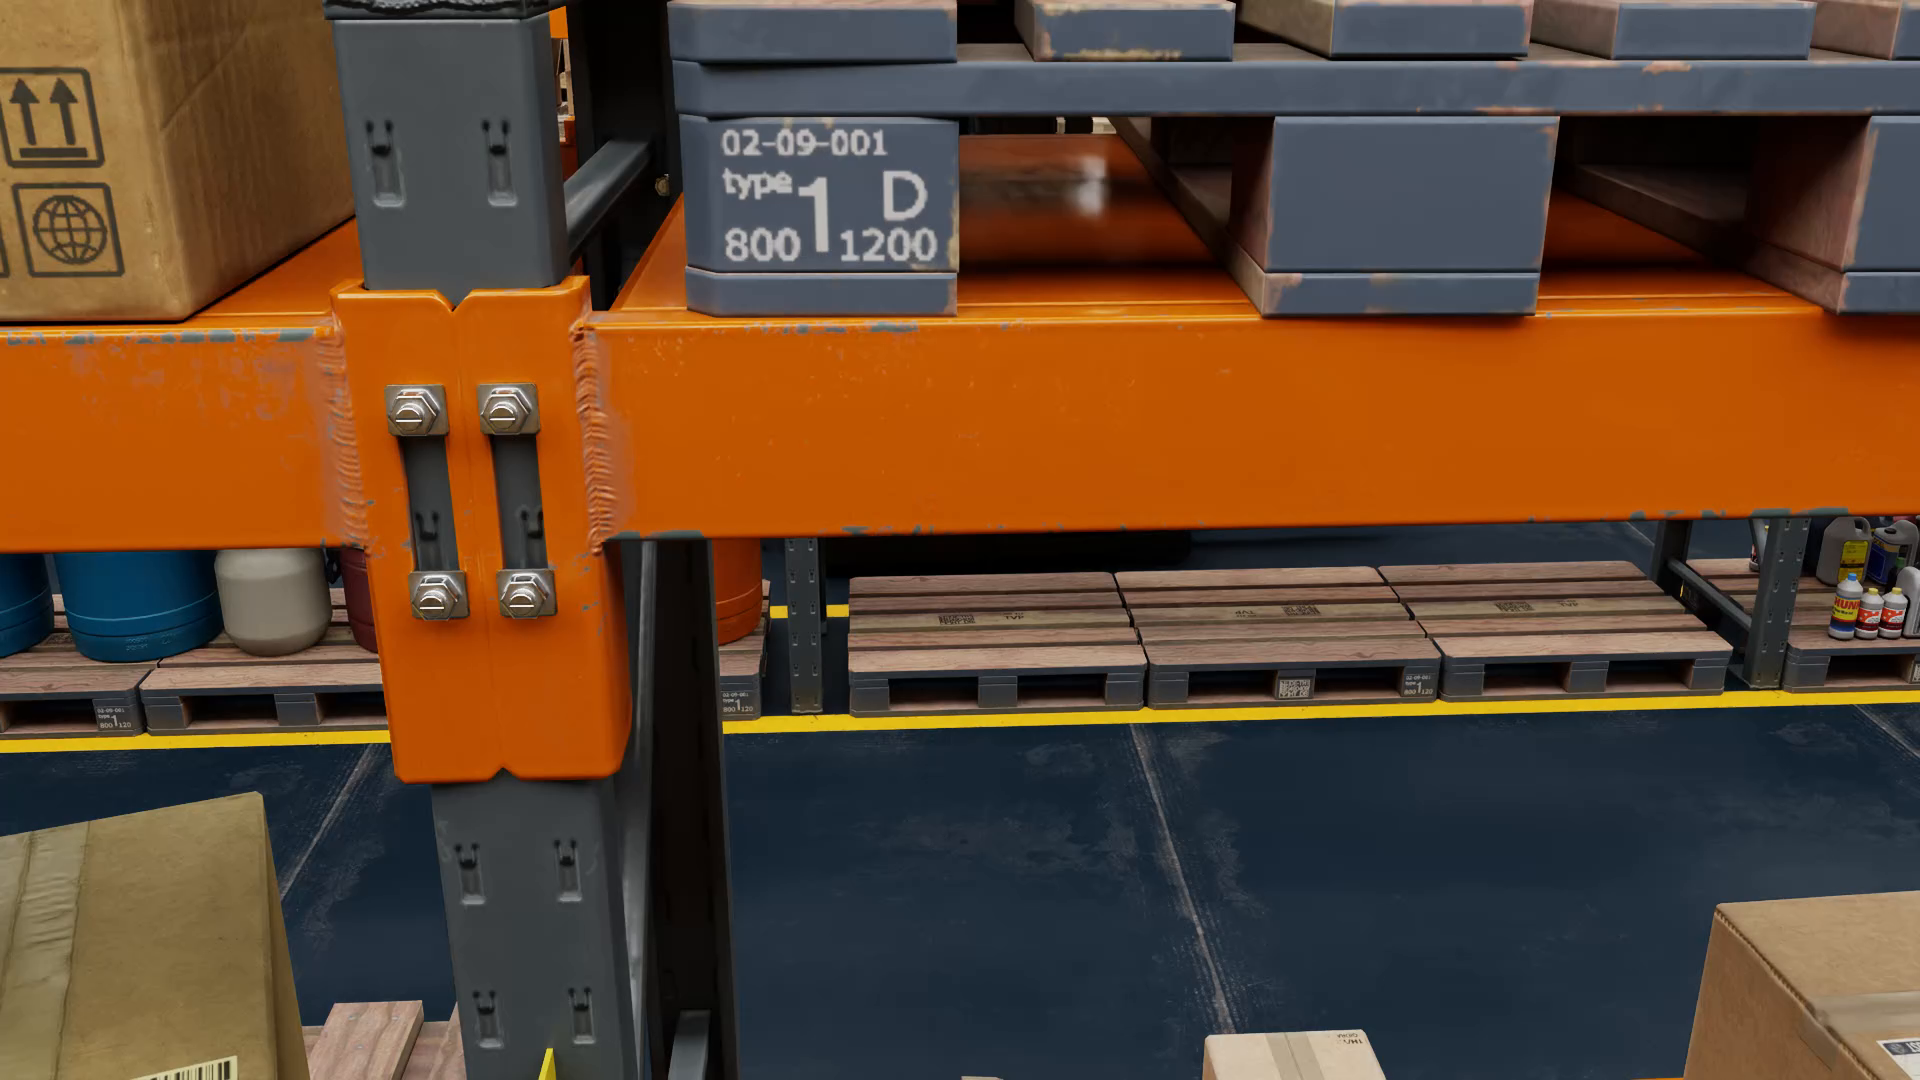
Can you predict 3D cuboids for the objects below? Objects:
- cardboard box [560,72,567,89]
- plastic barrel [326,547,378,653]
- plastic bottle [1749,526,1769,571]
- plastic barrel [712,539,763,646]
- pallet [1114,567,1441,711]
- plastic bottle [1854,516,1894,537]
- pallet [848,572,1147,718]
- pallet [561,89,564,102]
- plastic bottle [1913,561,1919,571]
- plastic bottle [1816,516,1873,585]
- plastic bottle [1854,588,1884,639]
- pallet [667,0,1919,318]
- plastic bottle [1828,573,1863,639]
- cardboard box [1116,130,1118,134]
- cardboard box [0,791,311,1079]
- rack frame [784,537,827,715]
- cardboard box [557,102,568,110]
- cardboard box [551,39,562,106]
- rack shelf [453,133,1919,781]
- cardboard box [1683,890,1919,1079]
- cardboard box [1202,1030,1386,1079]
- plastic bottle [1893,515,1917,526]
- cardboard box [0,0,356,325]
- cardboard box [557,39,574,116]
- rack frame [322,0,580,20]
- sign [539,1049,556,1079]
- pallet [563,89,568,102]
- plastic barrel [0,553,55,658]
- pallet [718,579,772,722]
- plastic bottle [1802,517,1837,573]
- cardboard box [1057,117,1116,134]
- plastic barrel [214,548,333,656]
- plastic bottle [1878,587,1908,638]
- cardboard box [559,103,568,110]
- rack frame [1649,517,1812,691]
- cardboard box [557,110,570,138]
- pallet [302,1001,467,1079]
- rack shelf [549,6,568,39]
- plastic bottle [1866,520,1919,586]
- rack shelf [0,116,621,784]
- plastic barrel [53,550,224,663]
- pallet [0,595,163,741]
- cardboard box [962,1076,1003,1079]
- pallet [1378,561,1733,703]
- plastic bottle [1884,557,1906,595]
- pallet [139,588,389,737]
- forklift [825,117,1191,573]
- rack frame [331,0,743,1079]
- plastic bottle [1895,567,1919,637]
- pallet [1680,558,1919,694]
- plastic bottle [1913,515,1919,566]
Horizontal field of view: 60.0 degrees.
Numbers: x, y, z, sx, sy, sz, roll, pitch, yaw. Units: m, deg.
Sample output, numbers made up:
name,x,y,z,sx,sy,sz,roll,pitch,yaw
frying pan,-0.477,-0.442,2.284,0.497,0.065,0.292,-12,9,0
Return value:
name,x,y,z,sx,sy,sz,roll,pitch,yaw
cardboard box,-3.657,-4.255,15.345,0.250,0.149,0.380,-2,21,-5
plastic barrel,-2.264,0.101,6.938,0.708,0.588,0.600,-1,21,-3
plastic bottle,3.688,0.034,7.629,0.097,0.201,0.097,0,21,0
plastic barrel,-1.137,-0.034,6.956,0.708,0.830,0.600,-1,21,-3
pallet,1.341,0.409,7.250,1.213,0.211,1.003,-1,21,-3
plastic bottle,4.162,-0.037,7.606,0.185,0.351,0.144,-2,21,-6
pallet,0.126,0.433,7.187,1.213,0.211,1.003,-1,21,-3
pallet,-4.337,-4.185,15.666,1.213,0.211,1.003,-1,21,-3
plastic bottle,4.165,0.163,7.083,0.185,0.351,0.144,-1,21,-3
plastic bottle,3.979,0.018,7.461,0.185,0.351,0.144,-1,21,-3
plastic bottle,3.789,0.300,6.933,0.097,0.201,0.097,0,21,0
pallet,0.302,-0.468,1.684,1.003,0.211,1.213,0,21,-1
plastic bottle,3.687,0.269,6.915,0.097,0.271,0.097,0,21,0
cardboard box,1.336,-2.886,11.249,0.637,0.503,0.797,1,21,2
cardboard box,-0.993,0.701,1.833,0.500,0.500,0.700,-8,22,-21
rack frame,-0.650,-0.868,6.686,0.127,3.000,1.000,-1,21,-3
cardboard box,-2.958,-2.729,11.432,0.500,0.500,0.500,-1,21,-3
cardboard box,-2.983,-3.106,11.013,0.637,0.503,0.797,0,21,-1
rack shelf,1.626,-0.215,1.765,4.000,0.370,1.077,-1,21,-3
cardboard box,1.304,0.805,2.151,0.500,0.500,0.500,-2,21,-6
cardboard box,0.512,0.892,2.415,0.250,0.149,0.380,-1,21,-3
plastic bottle,4.322,-0.023,7.666,0.133,0.283,0.061,0,21,1
cardboard box,-0.804,-0.536,1.458,0.500,0.500,0.910,-1,21,-3
cardboard box,-2.314,-3.122,11.055,0.637,0.503,0.797,-1,21,-2
rack frame,-0.371,-1.912,0.997,0.127,3.000,1.000,-1,21,-3
sign,-0.330,0.580,1.367,0.005,0.325,0.100,-1,21,-3
pallet,-3.089,-4.247,15.831,1.213,0.211,1.003,-1,21,-3
plastic barrel,-4.099,-0.008,6.784,0.708,0.901,0.600,-1,21,-3
pallet,-1.434,0.466,7.101,1.213,0.211,1.003,-1,21,-3
plastic bottle,3.970,-0.033,7.596,0.185,0.351,0.144,-2,21,-4
cardboard box,0.754,-2.706,11.134,0.500,0.250,0.500,-2,21,-5
plastic barrel,-2.823,0.180,6.838,0.421,0.512,0.421,0,21,0
plastic bottle,3.890,0.298,6.938,0.097,0.201,0.097,0,21,0
cardboard box,-2.459,-2.738,11.457,0.500,0.500,0.500,-2,21,-4
rack frame,3.344,-0.950,6.899,0.127,3.000,1.000,-1,21,-3
cardboard box,-2.427,-2.557,10.980,0.500,0.500,0.500,-2,21,-5
pallet,-1.043,1.020,1.997,1.003,0.211,1.213,-1,21,-3
rack shelf,-2.646,-1.893,6.174,4.000,0.370,1.077,-1,21,-3
plastic bottle,4.196,0.050,7.482,0.135,0.276,0.152,-1,21,-3
rack shelf,-2.367,-0.134,1.552,4.000,0.370,1.077,-1,21,-3
plastic barrel,-3.392,-0.022,6.822,0.708,0.901,0.600,-1,21,-3
pallet,-3.870,0.515,6.971,1.213,0.211,1.003,-1,21,-3
cardboard box,-0.005,0.941,2.059,0.500,0.311,0.500,0,21,0
pallet,2.562,0.383,7.318,1.213,0.211,1.003,-1,21,-3
plastic bottle,4.002,0.209,7.055,0.133,0.283,0.061,-1,21,-3
pallet,-2.649,0.489,7.039,1.213,0.211,1.003,-1,21,-3
forklift,0.714,-1.439,8.282,3.031,2.935,1.130,-3,21,-8
rack frame,-0.371,0.891,2.064,0.127,3.000,1.000,-1,21,-3
plastic bottle,4.008,0.251,6.957,0.135,0.276,0.152,0,21,-1
pallet,4.017,0.355,7.393,1.213,0.211,1.003,-1,21,-3
plastic bottle,4.484,-0.043,7.623,0.185,0.351,0.144,-1,21,-3
